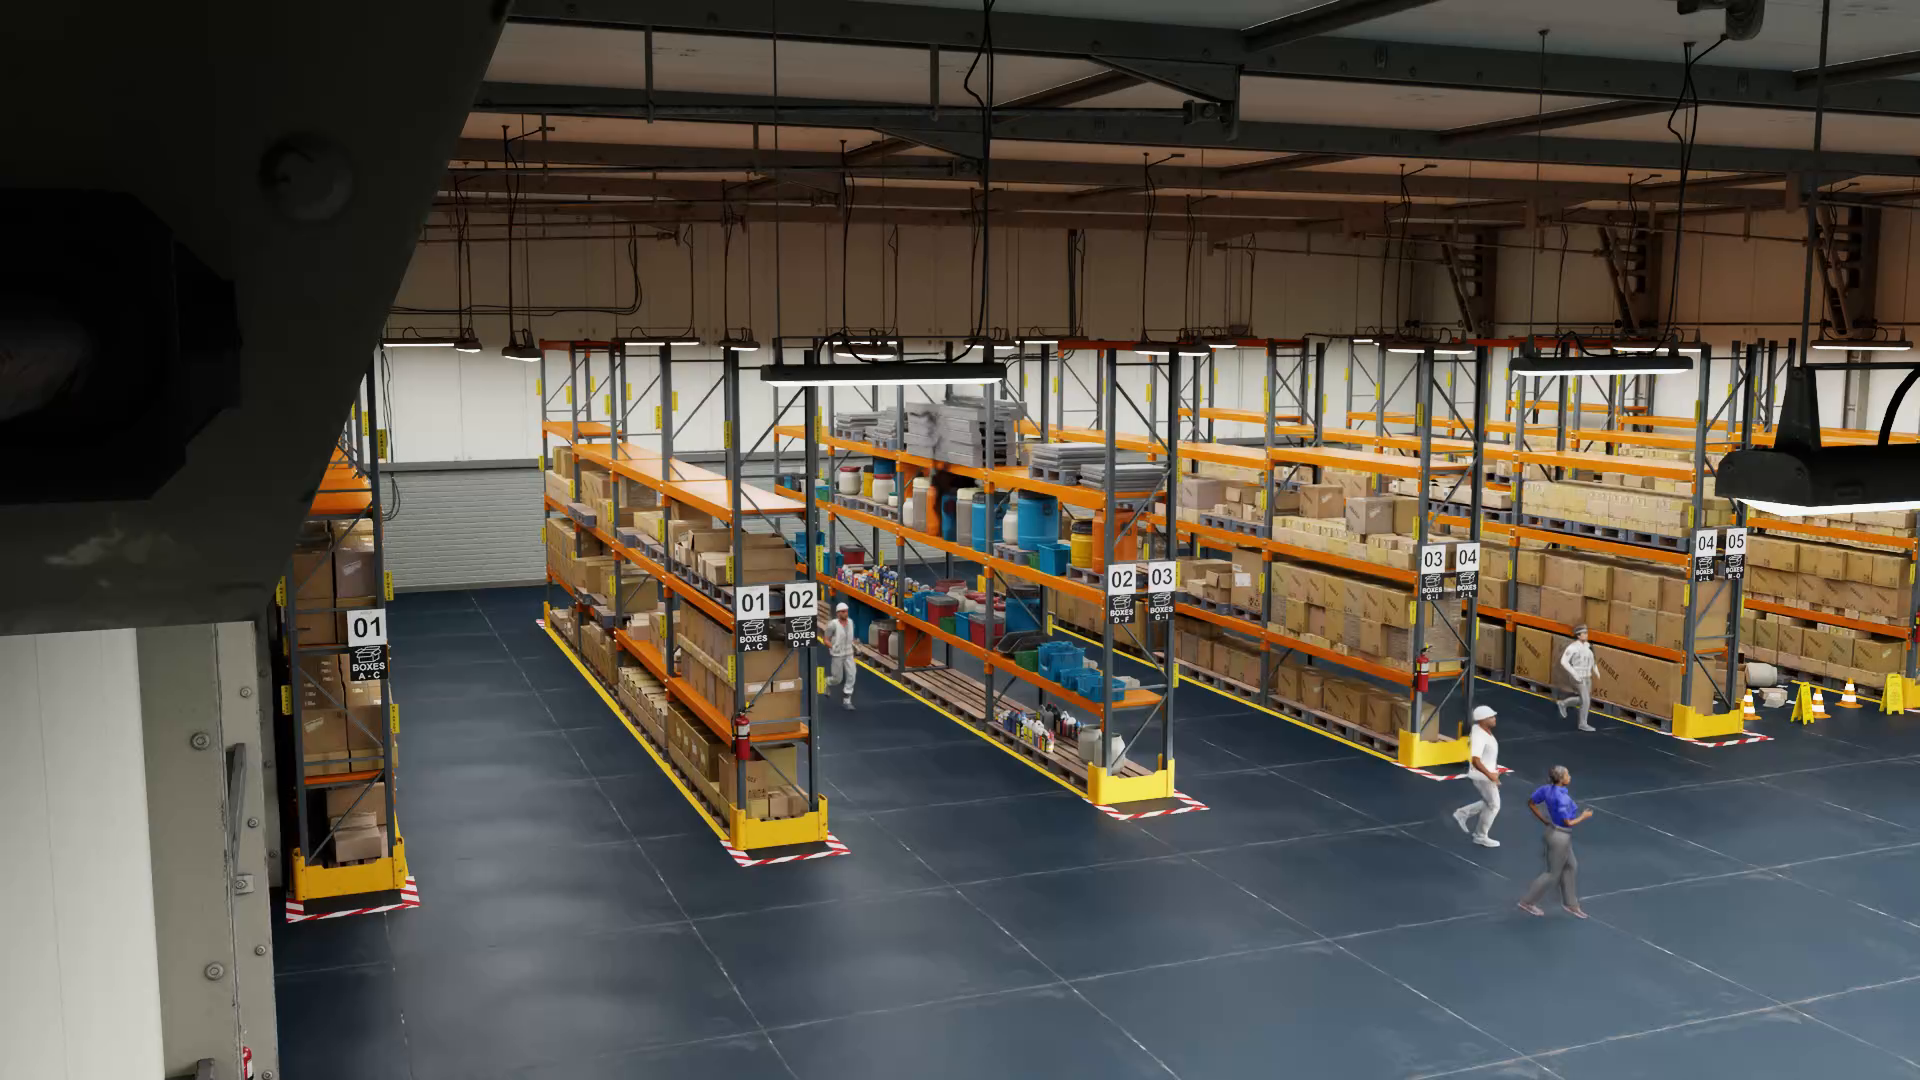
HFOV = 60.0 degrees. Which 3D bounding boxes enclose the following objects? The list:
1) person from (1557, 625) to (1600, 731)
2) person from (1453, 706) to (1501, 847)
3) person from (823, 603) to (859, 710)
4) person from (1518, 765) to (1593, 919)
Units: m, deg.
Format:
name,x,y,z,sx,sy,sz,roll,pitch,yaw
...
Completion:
name,x,y,z,sx,sy,sz,roll,pitch,yaw
person,9.657,2.127,26.032,0.654,1.647,0.739,-5,9,-34
person,6.307,2.859,20.240,0.561,1.732,0.693,2,8,14
person,-1.985,1.892,27.478,0.643,1.758,0.873,-5,9,-34
person,6.323,3.217,17.644,0.772,1.701,0.566,0,7,3
